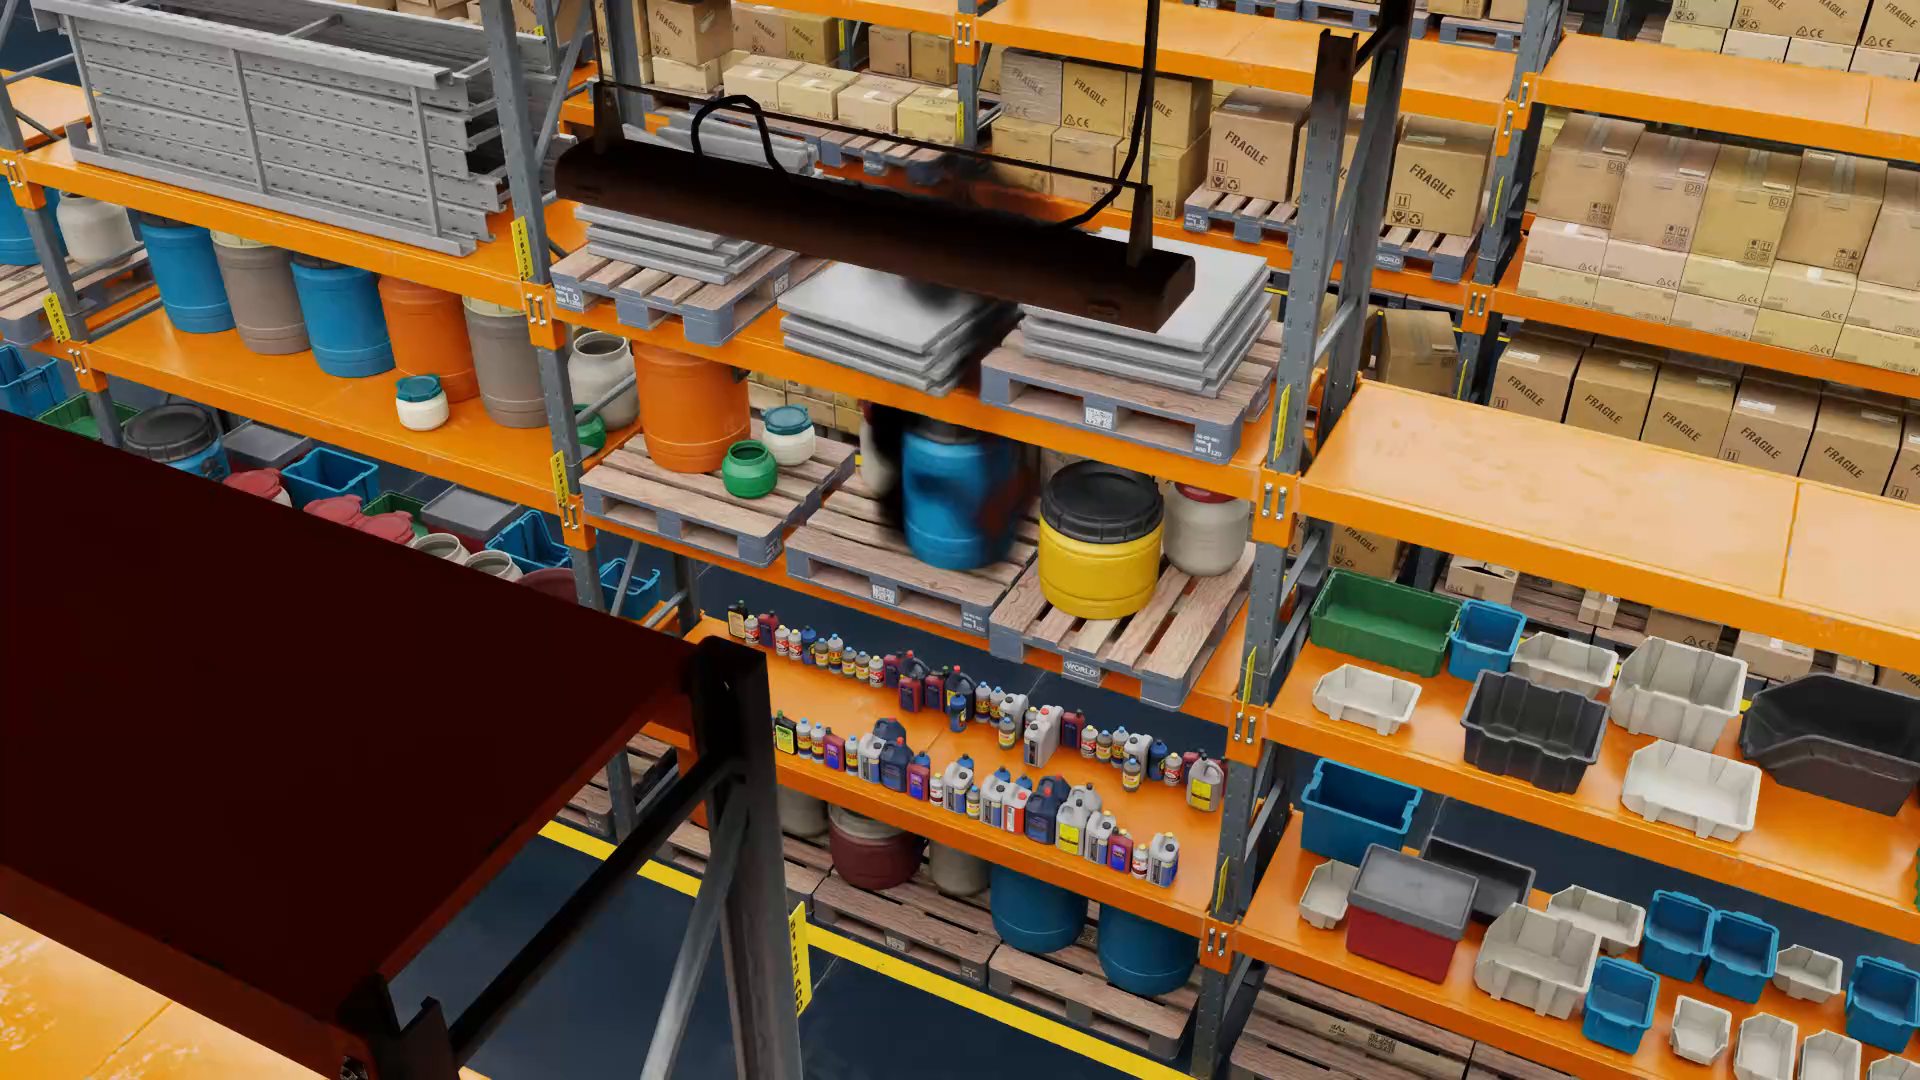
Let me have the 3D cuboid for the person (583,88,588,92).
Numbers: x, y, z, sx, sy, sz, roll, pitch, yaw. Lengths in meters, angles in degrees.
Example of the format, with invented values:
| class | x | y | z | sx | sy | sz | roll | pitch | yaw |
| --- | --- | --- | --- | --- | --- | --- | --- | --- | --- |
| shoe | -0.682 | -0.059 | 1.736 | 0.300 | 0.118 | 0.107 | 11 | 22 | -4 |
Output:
| class | x | y | z | sx | sy | sz | roll | pitch | yaw |
| --- | --- | --- | --- | --- | --- | --- | --- | --- | --- |
| person | -3.845 | -4.194 | 18.357 | 0.725 | 1.803 | 0.716 | -7 | 36 | -9 |
